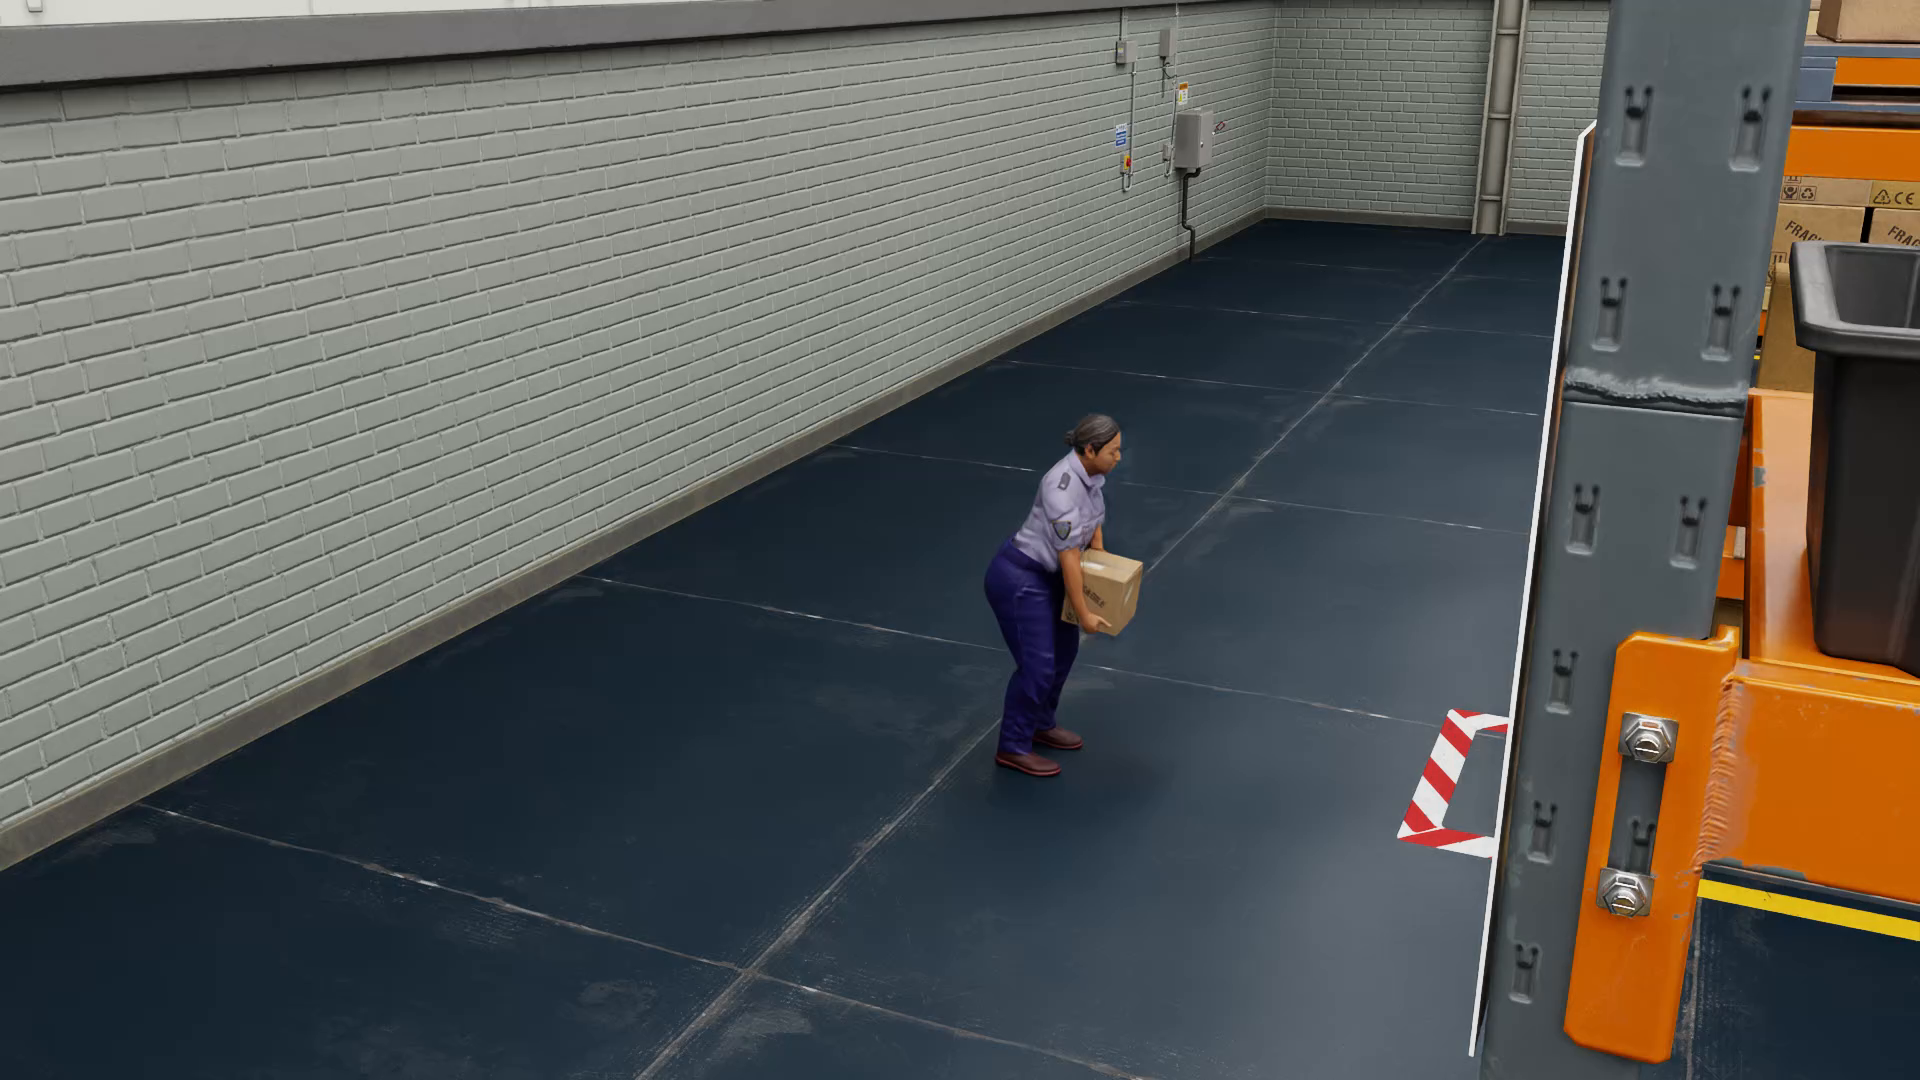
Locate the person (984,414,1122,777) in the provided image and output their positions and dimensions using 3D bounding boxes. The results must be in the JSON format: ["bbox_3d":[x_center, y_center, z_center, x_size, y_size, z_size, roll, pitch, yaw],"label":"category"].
[{"bbox_3d":[0.411,0.217,7.079,0.577,1.582,0.438,8,21,22],"label":"person"}]
